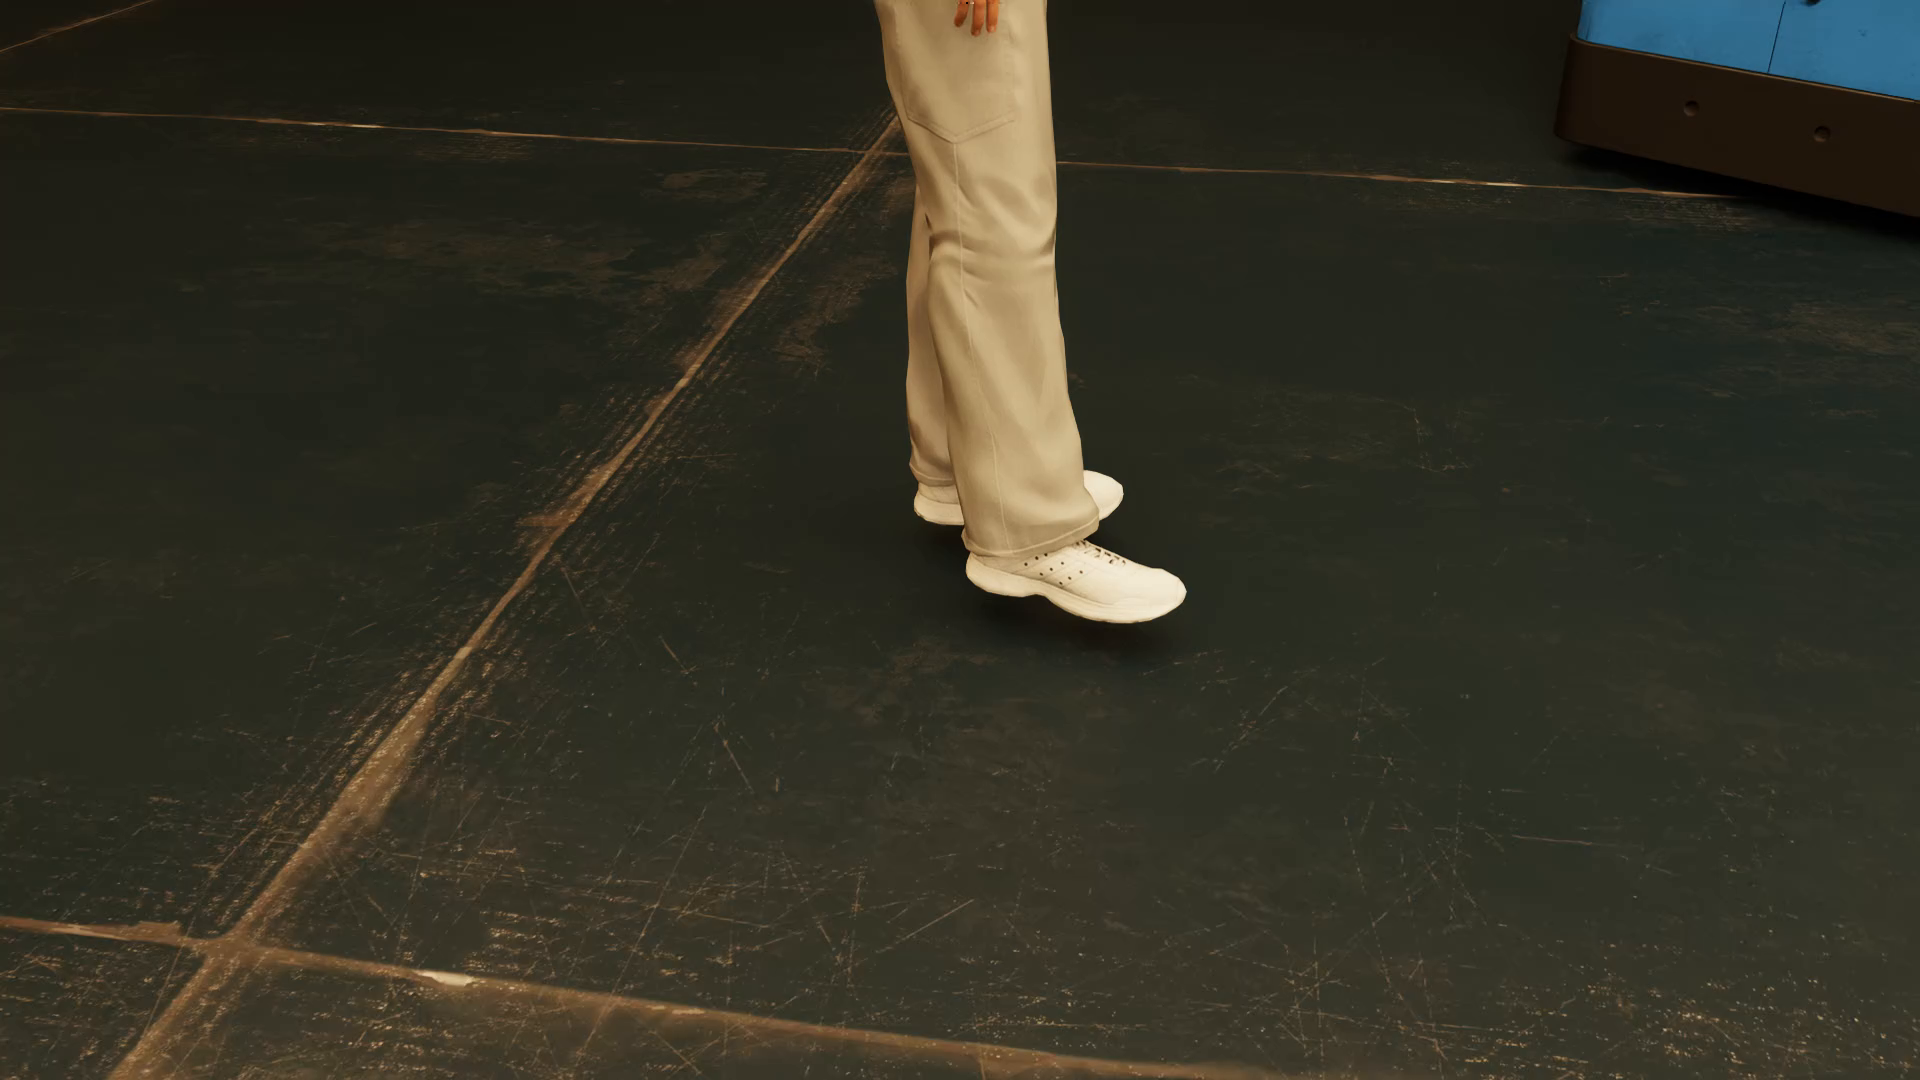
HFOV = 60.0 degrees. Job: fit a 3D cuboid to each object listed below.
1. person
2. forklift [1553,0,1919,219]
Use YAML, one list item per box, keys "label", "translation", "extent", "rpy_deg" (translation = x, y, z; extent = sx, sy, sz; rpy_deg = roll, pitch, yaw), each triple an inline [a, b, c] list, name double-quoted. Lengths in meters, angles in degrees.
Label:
- label: "person"
  translation: [0.070, -0.762, 2.048]
  extent: [0.549, 1.675, 0.550]
  rpy_deg: [5, 29, 9]
- label: "forklift"
  translation: [2.921, -2.556, 4.089]
  extent: [3.031, 2.935, 1.130]
  rpy_deg: [-24, 37, -37]
